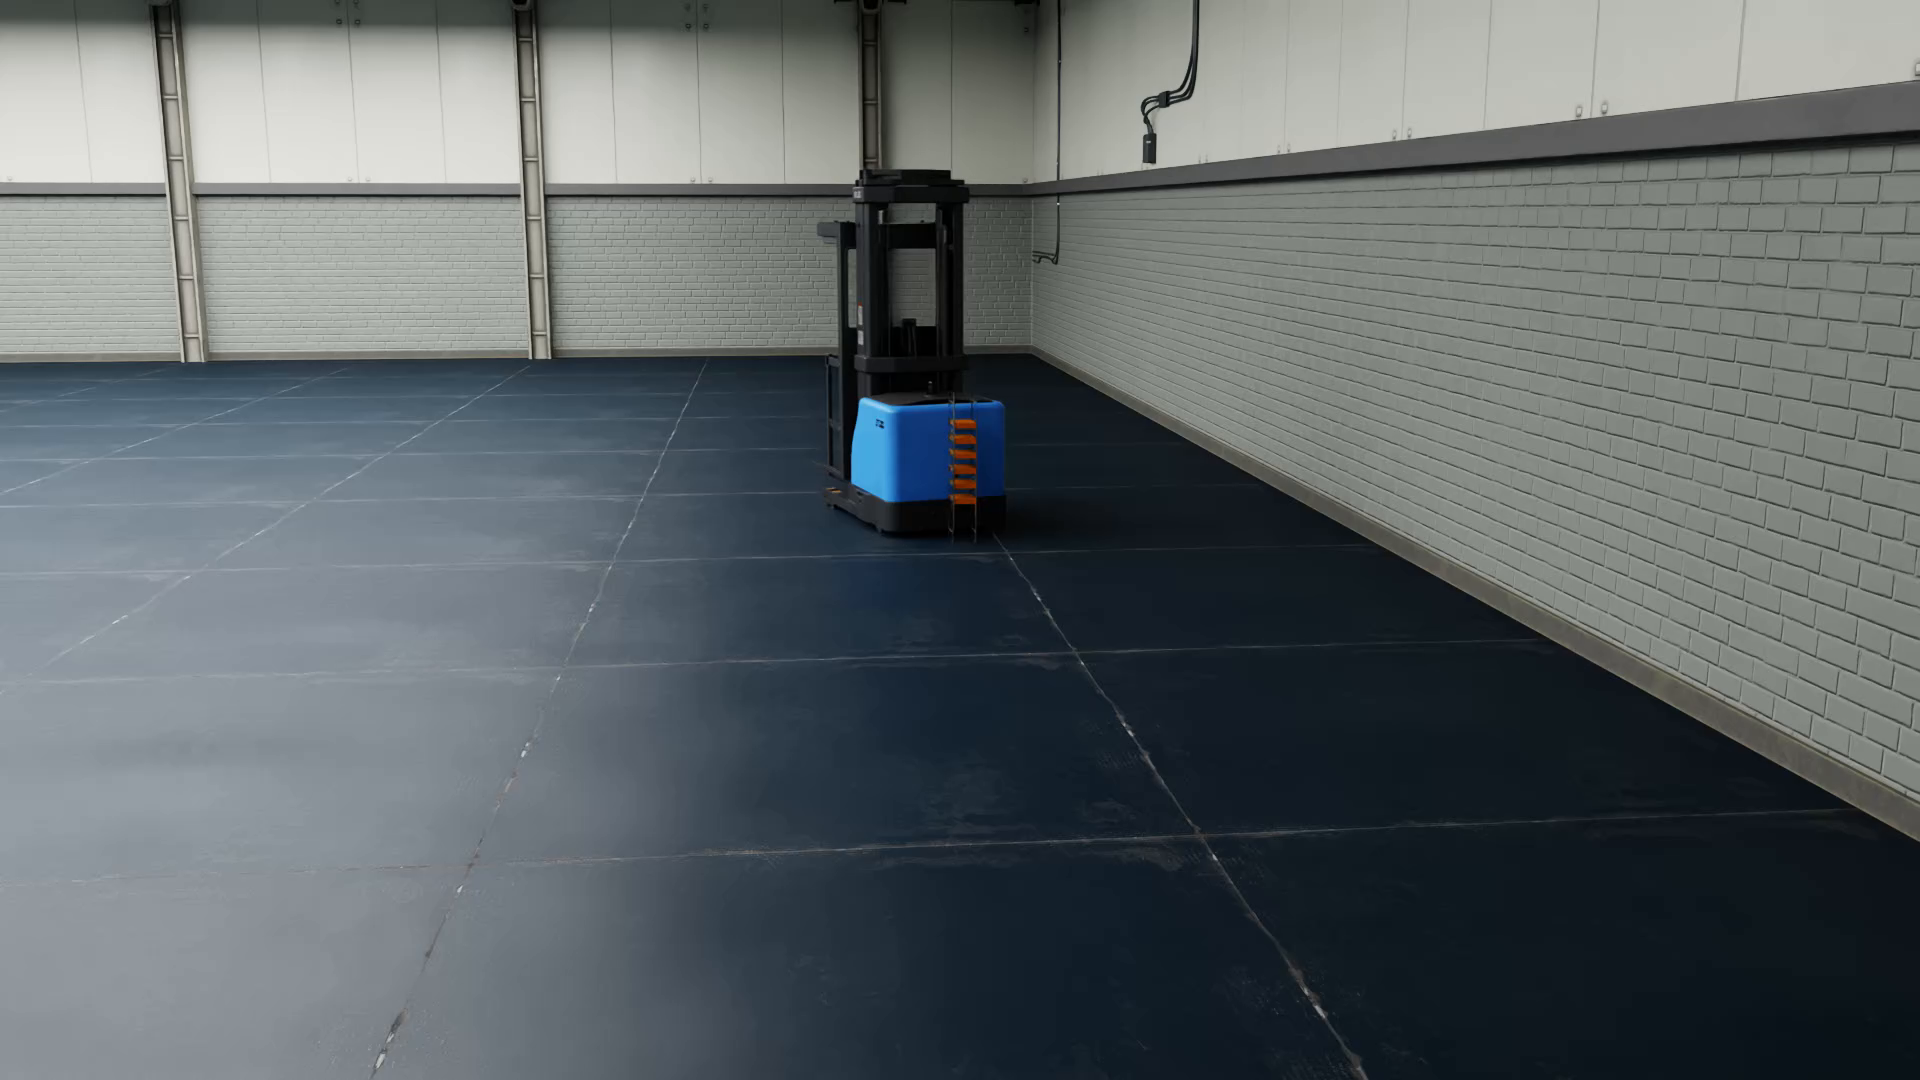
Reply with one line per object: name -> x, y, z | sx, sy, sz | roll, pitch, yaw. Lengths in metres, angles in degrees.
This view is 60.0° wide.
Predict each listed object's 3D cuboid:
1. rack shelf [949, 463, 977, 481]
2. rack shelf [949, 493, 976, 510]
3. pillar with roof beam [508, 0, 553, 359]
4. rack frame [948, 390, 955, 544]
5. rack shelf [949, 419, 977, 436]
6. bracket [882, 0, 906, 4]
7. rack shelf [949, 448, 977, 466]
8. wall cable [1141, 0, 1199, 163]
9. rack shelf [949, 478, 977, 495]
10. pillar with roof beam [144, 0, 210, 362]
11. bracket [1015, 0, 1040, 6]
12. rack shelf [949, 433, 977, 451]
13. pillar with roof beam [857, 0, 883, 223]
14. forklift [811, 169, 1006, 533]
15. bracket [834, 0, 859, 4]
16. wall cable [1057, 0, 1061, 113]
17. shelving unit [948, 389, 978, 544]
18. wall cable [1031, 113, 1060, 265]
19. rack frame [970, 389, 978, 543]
rack shelf -> 0.020, -0.543, 13.246 | 0.180, 0.103, 0.258 | -2, 11, -10
rack shelf -> 0.019, -0.307, 13.292 | 0.180, 0.103, 0.258 | -2, 11, -10
pillar with roof beam -> -7.116, -6.881, 25.041 | 0.548, 9.000, 9.100 | -1, 11, -6
rack frame -> -0.070, -0.584, 13.220 | 0.006, 1.200, 0.240 | -2, 11, -10
rack shelf -> 0.022, -0.896, 13.176 | 0.180, 0.103, 0.258 | -2, 11, -10
bracket -> -1.165, -9.538, 29.227 | 0.430, 0.232, 0.235 | -1, 11, -6
rack shelf -> 0.021, -0.661, 13.222 | 0.180, 0.103, 0.258 | -2, 11, -10
wall cable -> 2.465, -7.487, 19.308 | 0.169, 6.003, 2.305 | -1, 11, -6
rack shelf -> 0.019, -0.425, 13.269 | 0.180, 0.103, 0.258 | -2, 11, -10
pillar with roof beam -> -13.081, -6.756, 24.406 | 0.548, 9.000, 9.100 | -1, 11, -6
bracket -> 1.191, -9.588, 29.478 | 0.430, 0.232, 0.235 | -1, 11, -6
rack shelf -> 0.021, -0.778, 13.199 | 0.180, 0.103, 0.258 | -2, 11, -10
pillar with roof beam -> -1.151, -7.006, 25.677 | 0.548, 9.000, 9.100 | -1, 11, -6
forklift -> -0.603, -1.736, 14.598 | 1.130, 2.935, 3.031 | -4, 12, -20
bracket -> -1.990, -9.521, 29.139 | 0.430, 0.232, 0.235 | -1, 11, -6
wall cable -> 1.748, -8.075, 26.072 | 0.112, 2.526, 3.097 | -1, 11, -6
shelving unit -> 0.020, -0.587, 13.237 | 0.189, 1.200, 0.258 | -2, 11, -10
wall cable -> 1.456, -6.116, 29.198 | 0.112, 2.526, 3.097 | -1, 11, -6
rack frame -> 0.110, -0.589, 13.254 | 0.006, 1.200, 0.240 | -2, 11, -10
